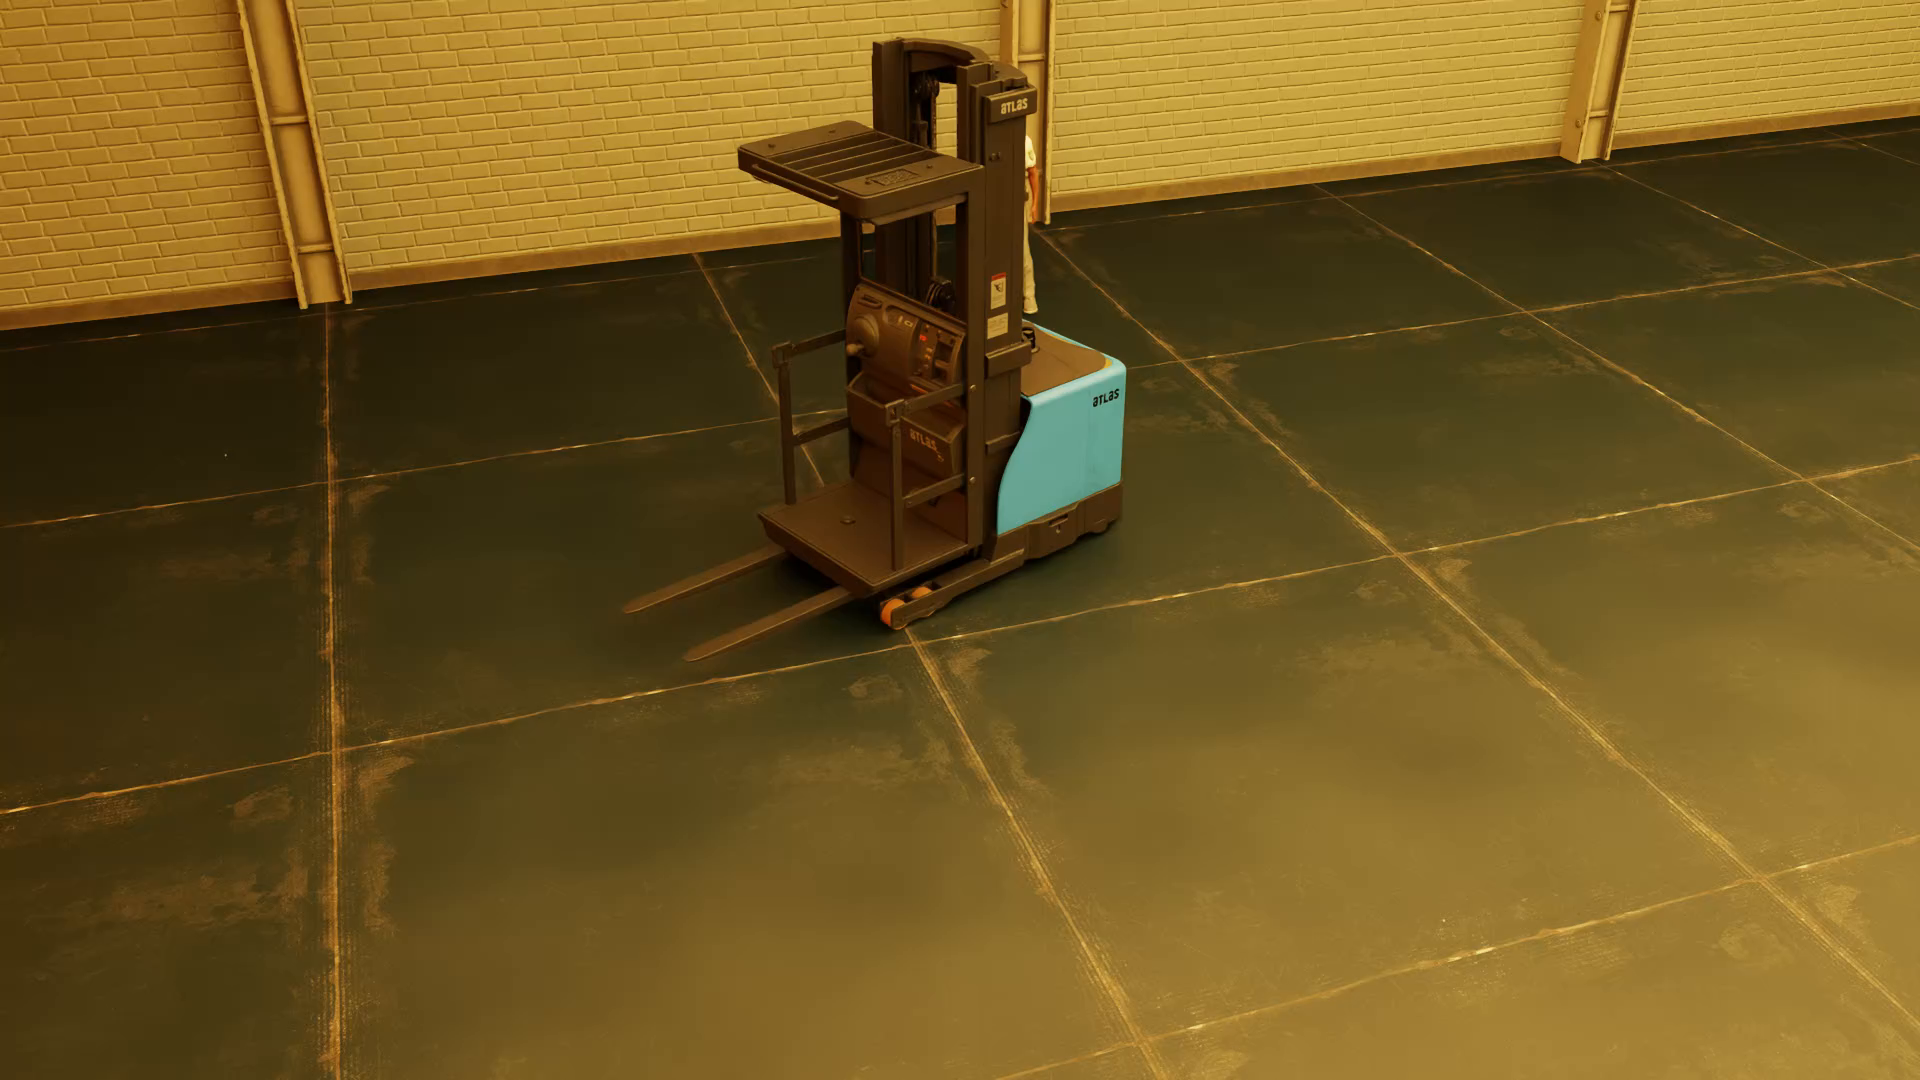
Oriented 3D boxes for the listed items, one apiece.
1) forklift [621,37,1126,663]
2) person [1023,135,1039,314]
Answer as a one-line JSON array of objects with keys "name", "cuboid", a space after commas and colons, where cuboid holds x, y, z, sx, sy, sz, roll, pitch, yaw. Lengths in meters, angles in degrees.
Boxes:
[{"name": "forklift", "cuboid": [-0.461, -1.072, 8.951, 3.031, 2.935, 1.130, -23, 37, -34]}, {"name": "person", "cuboid": [0.335, -2.599, 12.888, 0.597, 1.660, 0.405, 4, 30, 8]}]
